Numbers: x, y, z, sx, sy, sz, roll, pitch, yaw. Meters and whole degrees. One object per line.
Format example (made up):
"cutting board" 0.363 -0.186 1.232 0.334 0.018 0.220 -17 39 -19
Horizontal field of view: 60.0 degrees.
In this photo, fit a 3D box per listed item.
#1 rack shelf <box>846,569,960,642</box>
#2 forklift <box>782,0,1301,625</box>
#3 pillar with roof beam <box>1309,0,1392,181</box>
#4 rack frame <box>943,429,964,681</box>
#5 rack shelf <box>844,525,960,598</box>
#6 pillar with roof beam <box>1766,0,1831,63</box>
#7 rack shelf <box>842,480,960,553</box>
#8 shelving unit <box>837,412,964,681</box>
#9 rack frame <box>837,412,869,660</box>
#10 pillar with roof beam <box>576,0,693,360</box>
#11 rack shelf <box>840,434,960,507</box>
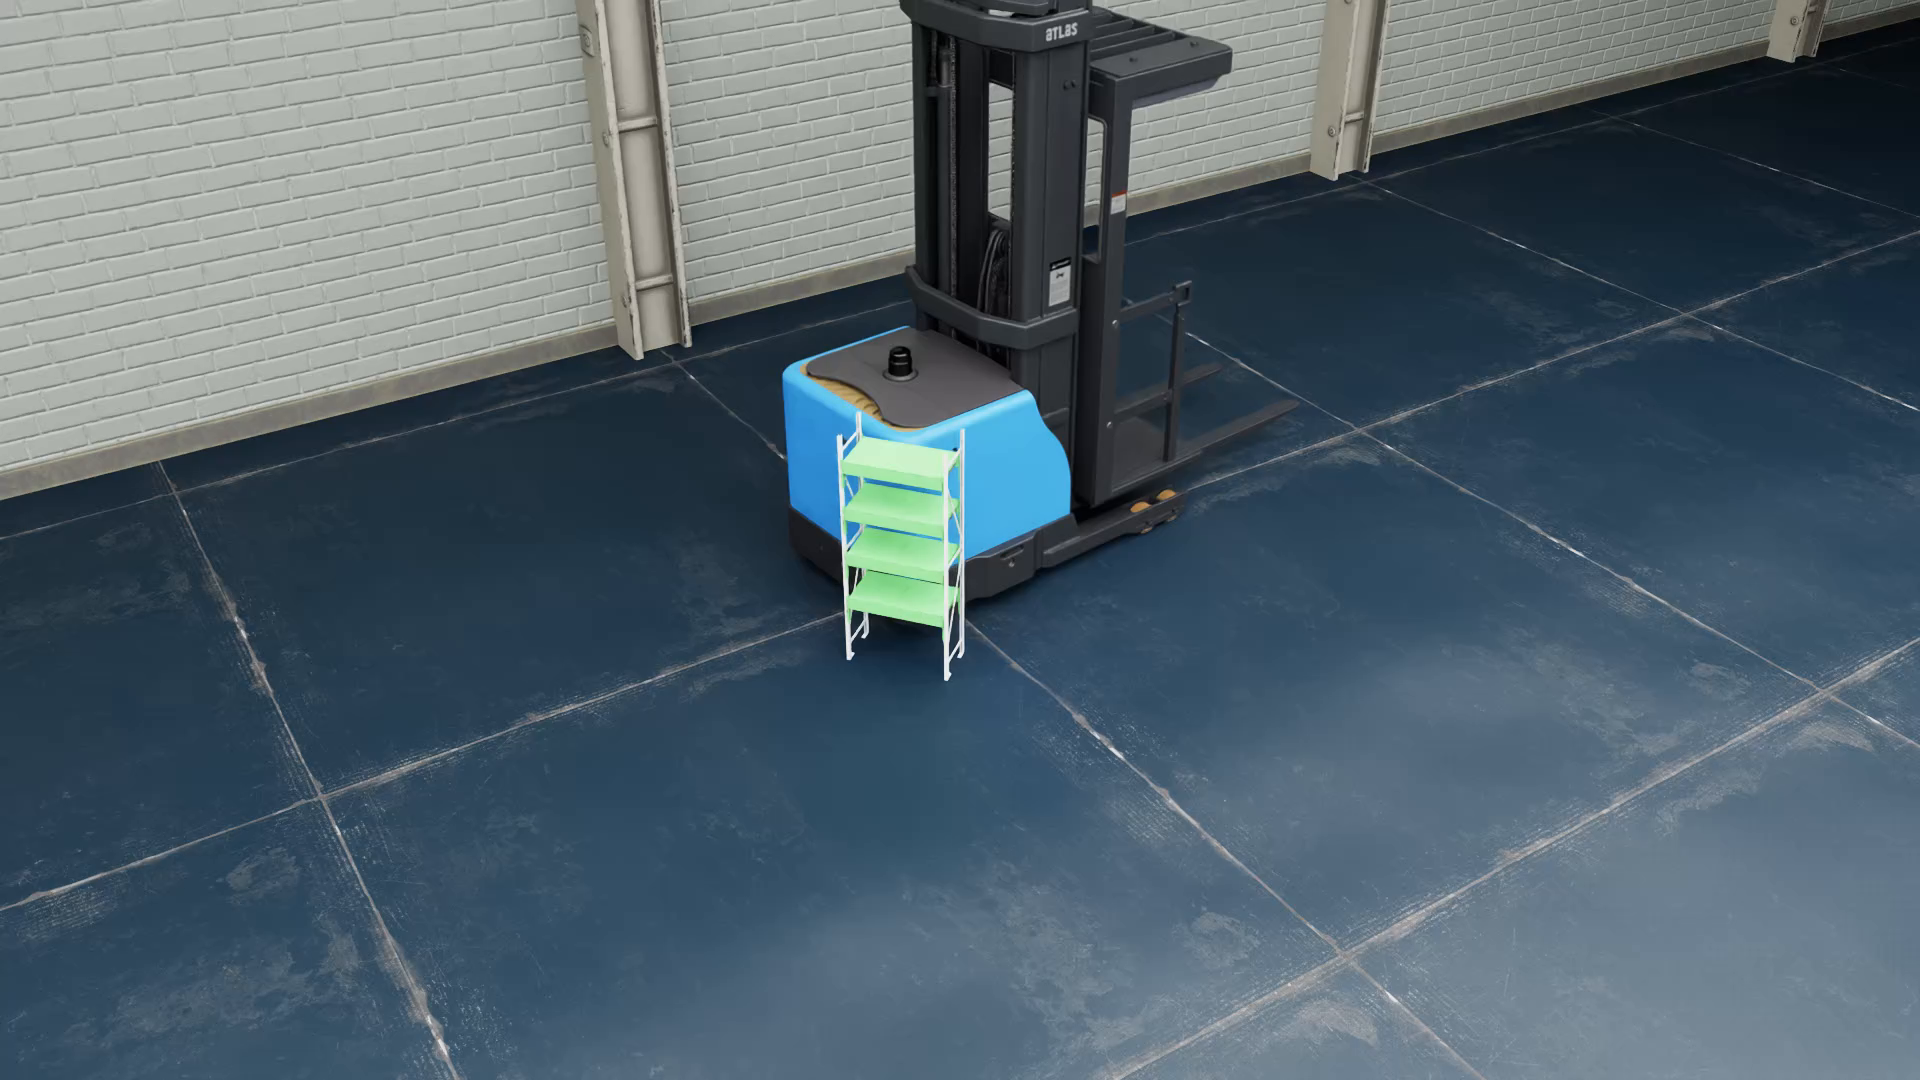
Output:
"rack shelf" -0.257 0.298 7.722 0.480 0.148 0.258 11 34 16
"forklift" 0.583 -1.472 8.337 3.031 2.935 1.130 -23 39 -32
"pillar with roof beam" 5.400 -4.877 8.048 0.400 9.000 9.100 -19 37 -27
"rack frame" -0.027 0.084 7.492 0.015 1.200 0.240 11 34 16
"rack shelf" -0.257 0.095 7.594 0.480 0.148 0.258 11 34 16
"pillar with roof beam" 10.443 -6.612 10.797 0.400 9.000 9.100 -19 37 -27
"rack shelf" -0.257 -0.108 7.466 0.480 0.148 0.258 11 34 16
"shelving unit" -0.257 0.041 7.560 0.503 1.200 0.258 11 34 16
"rack frame" -0.488 -0.002 7.628 0.015 1.200 0.240 11 34 16
"pillar with roof beam" 0.357 -3.143 5.298 0.400 9.000 9.100 -19 37 -27
"rack shelf" -0.257 -0.311 7.338 0.480 0.148 0.258 11 34 16
